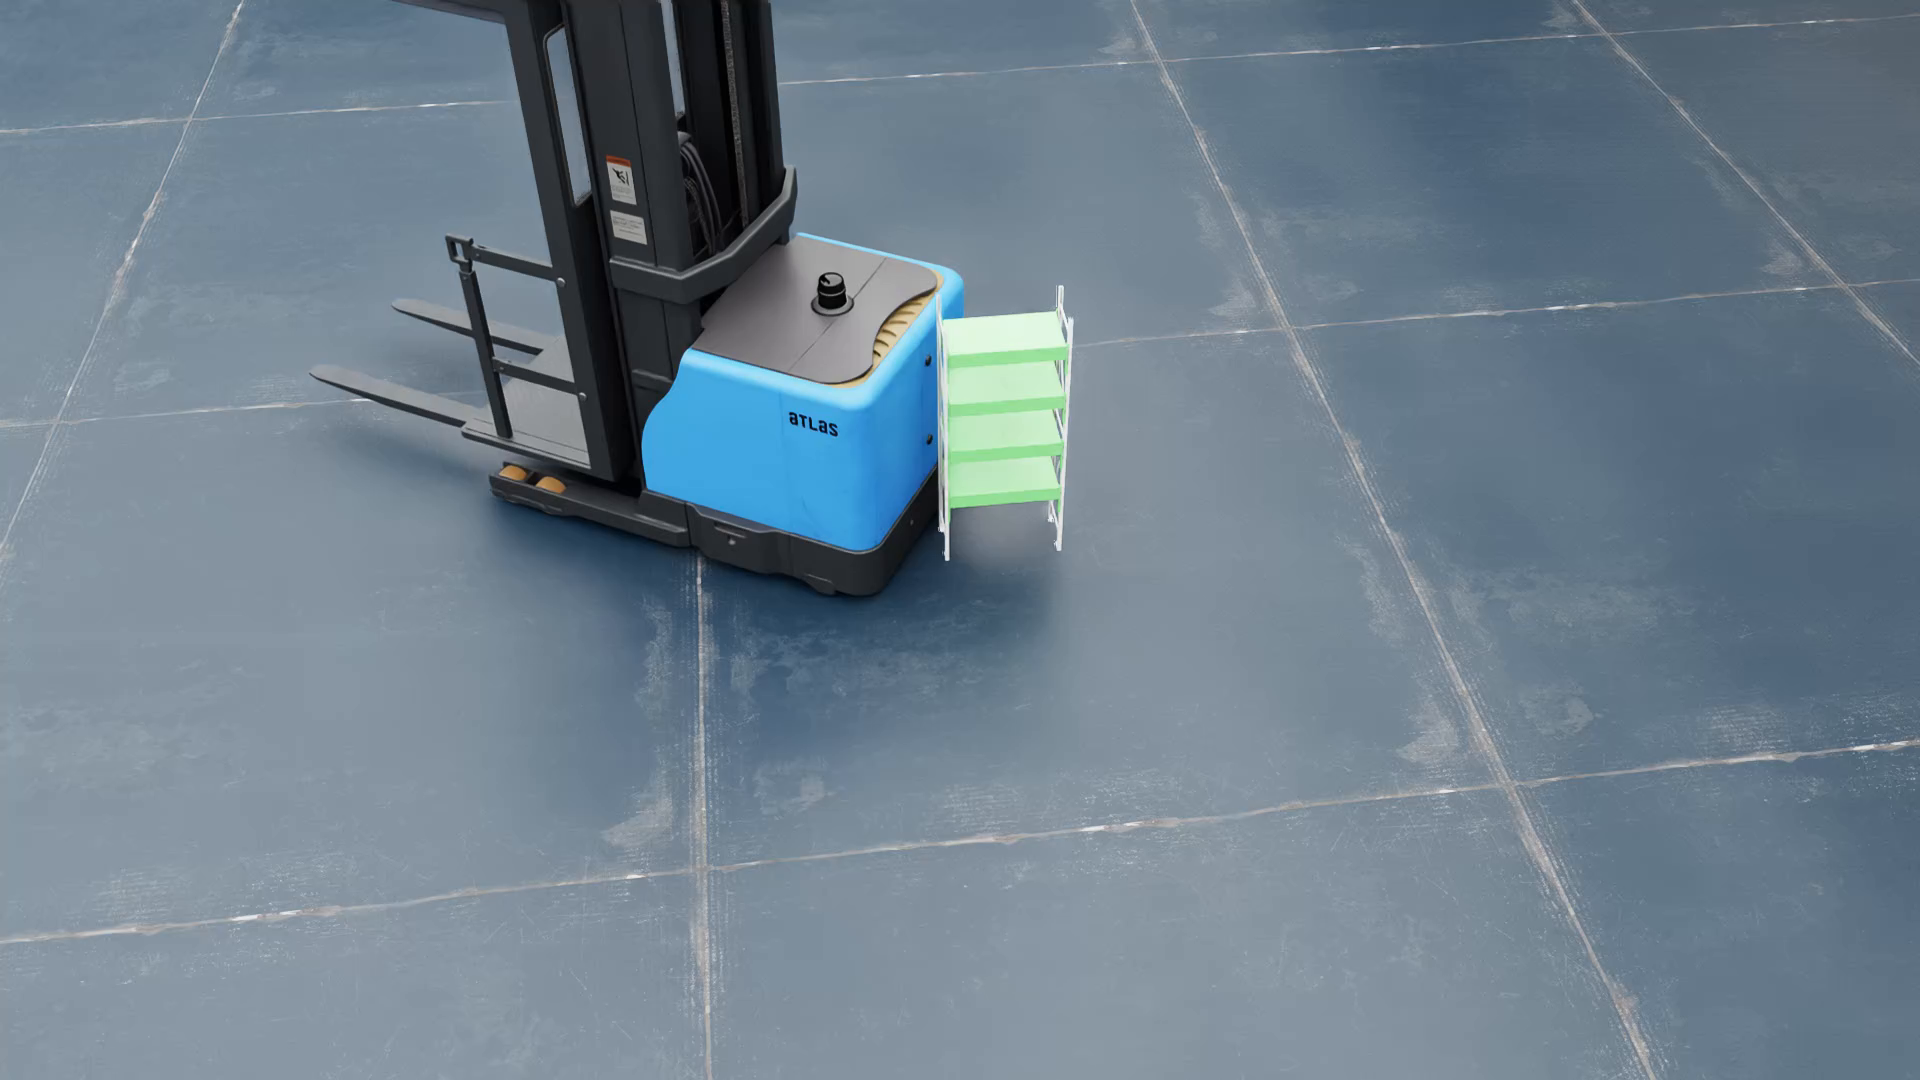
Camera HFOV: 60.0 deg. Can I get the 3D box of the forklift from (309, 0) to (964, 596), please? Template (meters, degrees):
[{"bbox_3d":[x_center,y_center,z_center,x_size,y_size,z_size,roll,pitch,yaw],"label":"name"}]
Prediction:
[{"bbox_3d":[-1.533,-1.508,6.733,3.031,2.935,1.130,16,45,17],"label":"forklift"}]

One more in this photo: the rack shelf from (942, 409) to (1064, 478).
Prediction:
[{"bbox_3d":[0.172,-0.410,6.904,0.480,0.148,0.258,-5,42,-5],"label":"rack shelf"}]

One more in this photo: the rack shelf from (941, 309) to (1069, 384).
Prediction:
[{"bbox_3d":[0.172,-0.767,6.583,0.480,0.148,0.258,-5,42,-5],"label":"rack shelf"}]

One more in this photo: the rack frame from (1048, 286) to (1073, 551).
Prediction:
[{"bbox_3d":[0.414,-0.479,6.885,0.015,1.200,0.240,-5,42,-5],"label":"rack frame"}]

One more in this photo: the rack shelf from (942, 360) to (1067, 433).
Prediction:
[{"bbox_3d":[0.172,-0.588,6.743,0.480,0.148,0.258,-5,42,-5],"label":"rack shelf"}]

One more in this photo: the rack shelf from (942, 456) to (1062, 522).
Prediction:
[{"bbox_3d":[0.172,-0.232,7.065,0.480,0.148,0.258,-5,42,-5],"label":"rack shelf"}]

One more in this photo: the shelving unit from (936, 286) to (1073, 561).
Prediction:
[{"bbox_3d":[0.172,-0.458,6.861,0.503,1.200,0.258,-5,42,-5],"label":"shelving unit"}]

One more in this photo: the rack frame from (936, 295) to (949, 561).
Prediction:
[{"bbox_3d":[-0.070,-0.437,6.838,0.015,1.200,0.240,-5,42,-5],"label":"rack frame"}]
